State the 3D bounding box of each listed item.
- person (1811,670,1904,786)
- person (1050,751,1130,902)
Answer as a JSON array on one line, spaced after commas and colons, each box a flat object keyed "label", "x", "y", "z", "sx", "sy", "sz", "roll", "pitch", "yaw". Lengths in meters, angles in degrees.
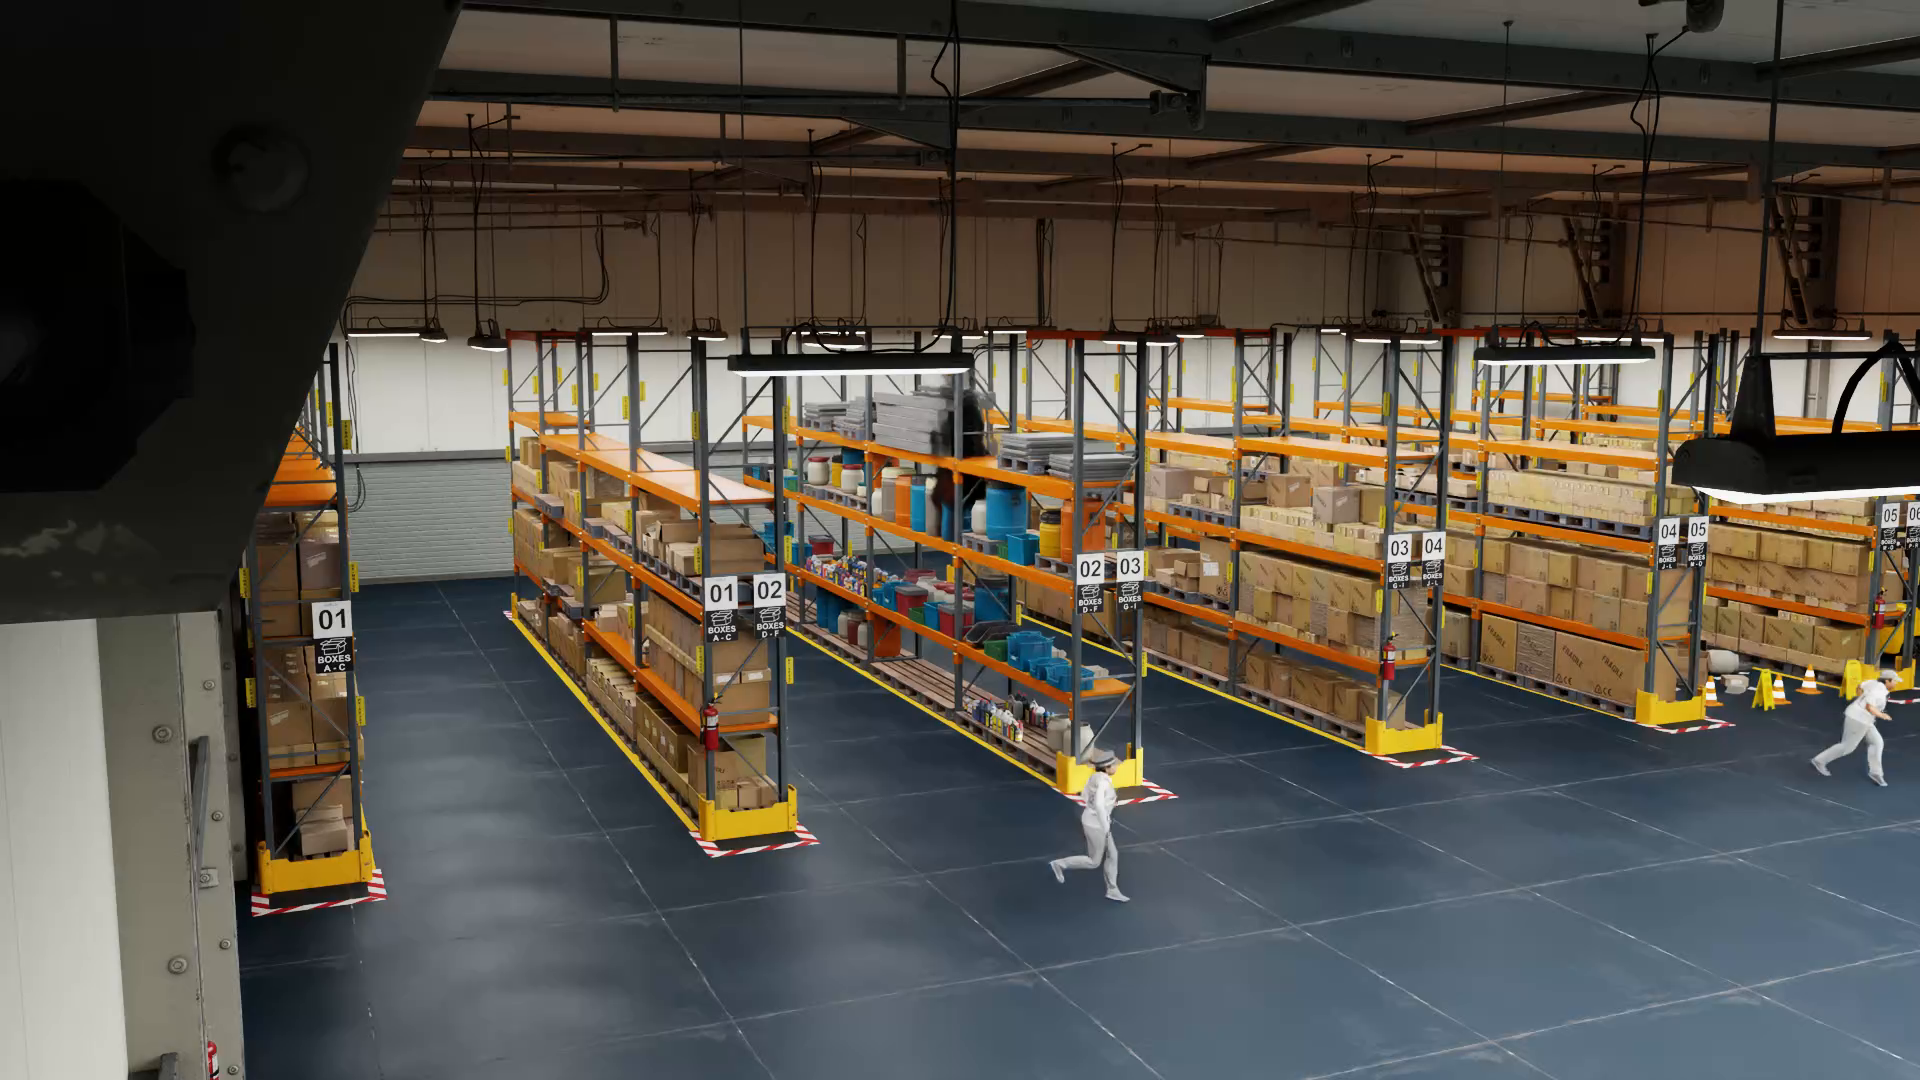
[{"label": "person", "x": 12.155, "y": 2.522, "z": 22.544, "sx": 1.025, "sy": 1.627, "sz": 0.648, "roll": 3, "pitch": 8, "yaw": 24}, {"label": "person", "x": 1.409, "y": 3.110, "z": 17.969, "sx": 0.879, "sy": 1.678, "sz": 0.624, "roll": 0, "pitch": 8, "yaw": -3}]
